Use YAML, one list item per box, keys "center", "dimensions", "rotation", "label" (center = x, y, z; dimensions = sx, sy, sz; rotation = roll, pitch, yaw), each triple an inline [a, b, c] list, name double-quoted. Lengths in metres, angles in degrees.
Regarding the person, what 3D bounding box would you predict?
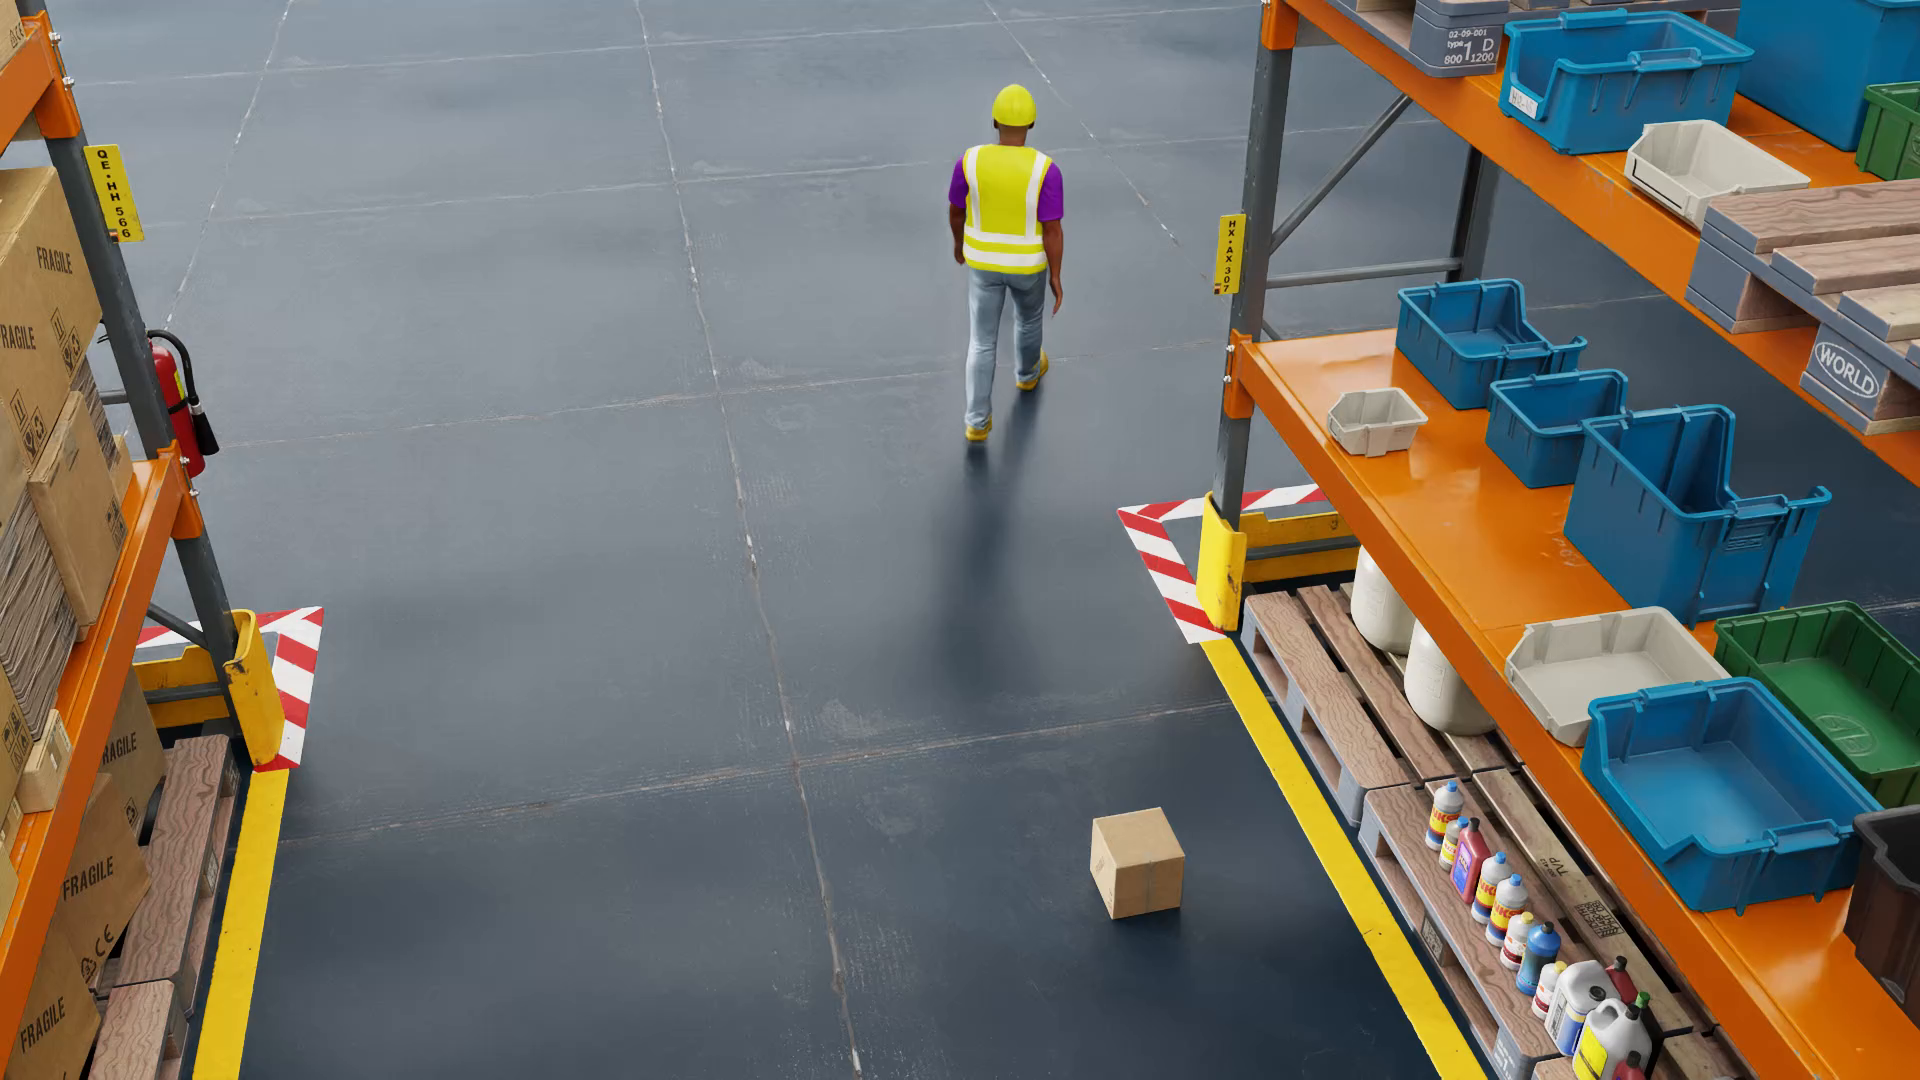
- center: [0.232, -1.400, 8.194]
  dimensions: [0.588, 1.733, 0.996]
  rotation: [4, 34, 6]
  label: "person"
